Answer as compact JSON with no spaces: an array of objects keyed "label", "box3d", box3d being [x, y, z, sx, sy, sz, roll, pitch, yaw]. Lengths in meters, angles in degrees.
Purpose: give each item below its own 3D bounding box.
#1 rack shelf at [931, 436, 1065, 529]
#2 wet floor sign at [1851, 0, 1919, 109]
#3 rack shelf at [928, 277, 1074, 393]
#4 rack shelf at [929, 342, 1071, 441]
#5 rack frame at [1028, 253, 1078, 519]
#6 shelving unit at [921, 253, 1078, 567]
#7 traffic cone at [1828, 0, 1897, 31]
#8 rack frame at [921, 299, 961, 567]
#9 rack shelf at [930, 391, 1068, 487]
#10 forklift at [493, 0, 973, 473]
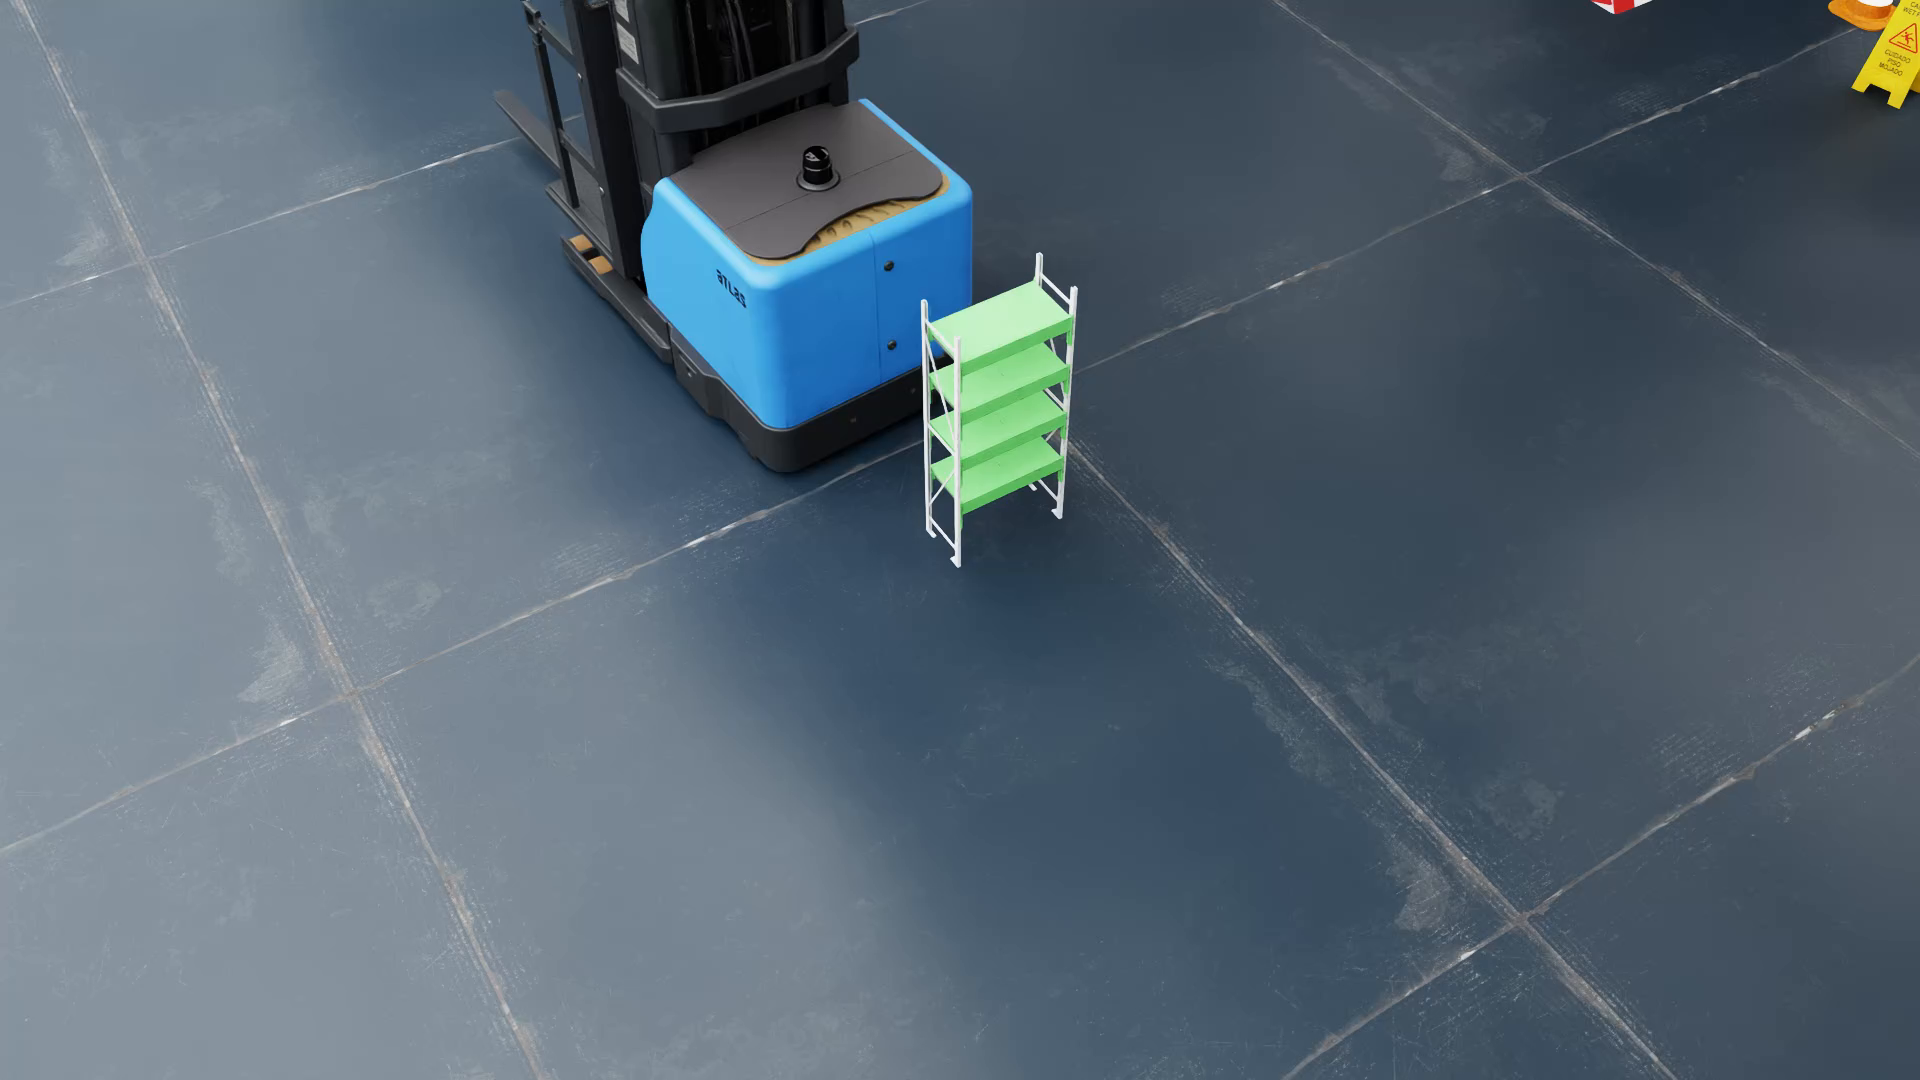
[{"label":"rack shelf","box3d":[0.140,-0.263,6.533,0.480,0.148,0.258,-25,53,-21]},{"label":"wet floor sign","box3d":[4.910,-2.600,8.578,0.232,0.644,0.267,-34,57,-27]},{"label":"rack shelf","box3d":[0.140,-0.742,5.995,0.480,0.148,0.258,-25,53,-21]},{"label":"rack shelf","box3d":[0.140,-0.582,6.174,0.480,0.148,0.258,-25,53,-21]},{"label":"rack frame","box3d":[0.346,-0.562,6.393,0.015,1.200,0.240,-25,53,-21]},{"label":"shelving unit","box3d":[0.140,-0.465,6.306,0.503,1.200,0.258,-25,53,-21]},{"label":"traffic cone","box3d":[5.085,-3.116,9.160,0.334,0.463,0.336,-25,53,-21]},{"label":"rack frame","box3d":[-0.066,-0.368,6.219,0.015,1.200,0.240,-25,53,-21]},{"label":"rack shelf","box3d":[0.140,-0.422,6.354,0.480,0.148,0.258,-25,53,-21]},{"label":"forklift","box3d":[-1.204,-2.318,6.797,1.130,2.935,3.031,-28,54,-23]}]
